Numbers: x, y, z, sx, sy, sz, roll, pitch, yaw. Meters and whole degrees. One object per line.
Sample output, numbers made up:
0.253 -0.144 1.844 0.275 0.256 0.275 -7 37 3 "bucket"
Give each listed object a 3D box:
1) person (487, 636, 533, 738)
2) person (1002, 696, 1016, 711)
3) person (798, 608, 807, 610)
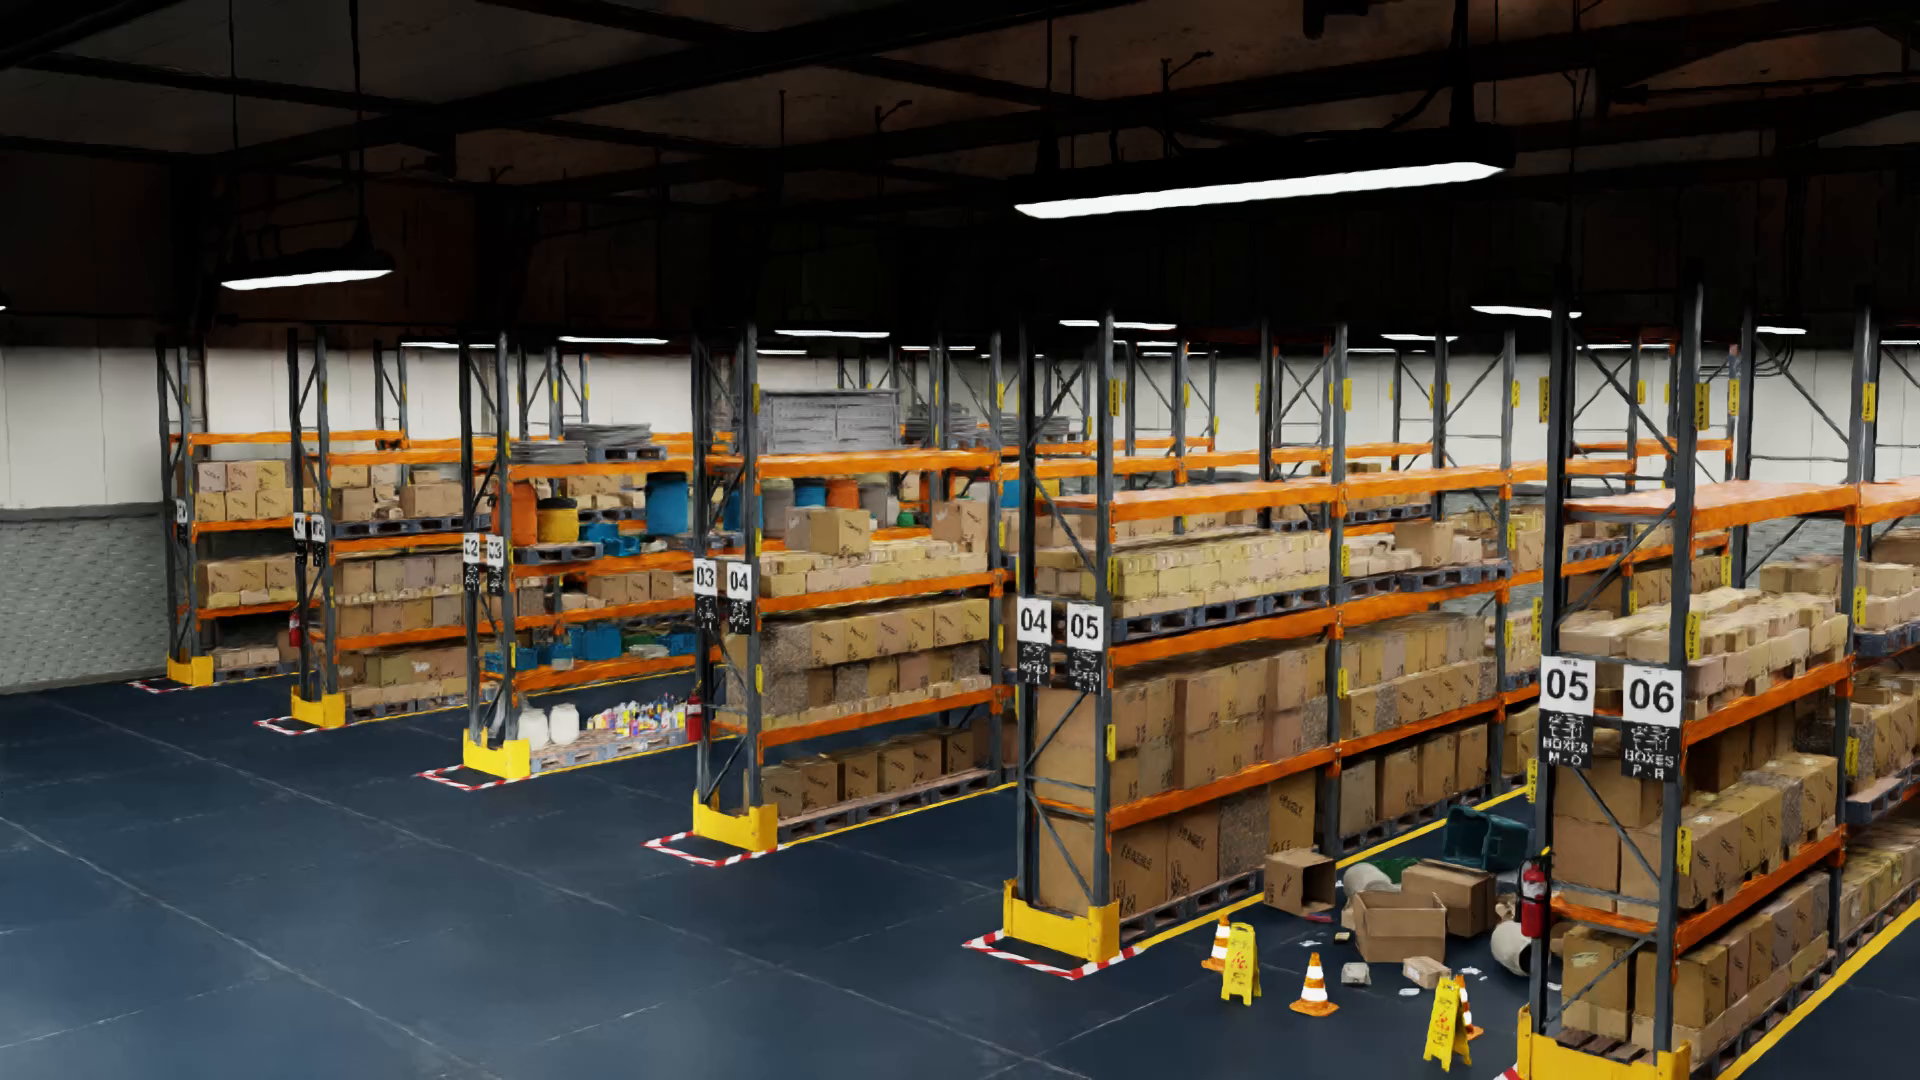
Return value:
-6.519 2.117 24.163 0.957 1.529 0.403 -4 7 -36 "person"
0.542 2.053 24.179 1.123 1.661 0.553 -5 7 -44 "person"
-2.892 1.494 29.943 0.583 1.686 1.111 5 7 41 "person"
